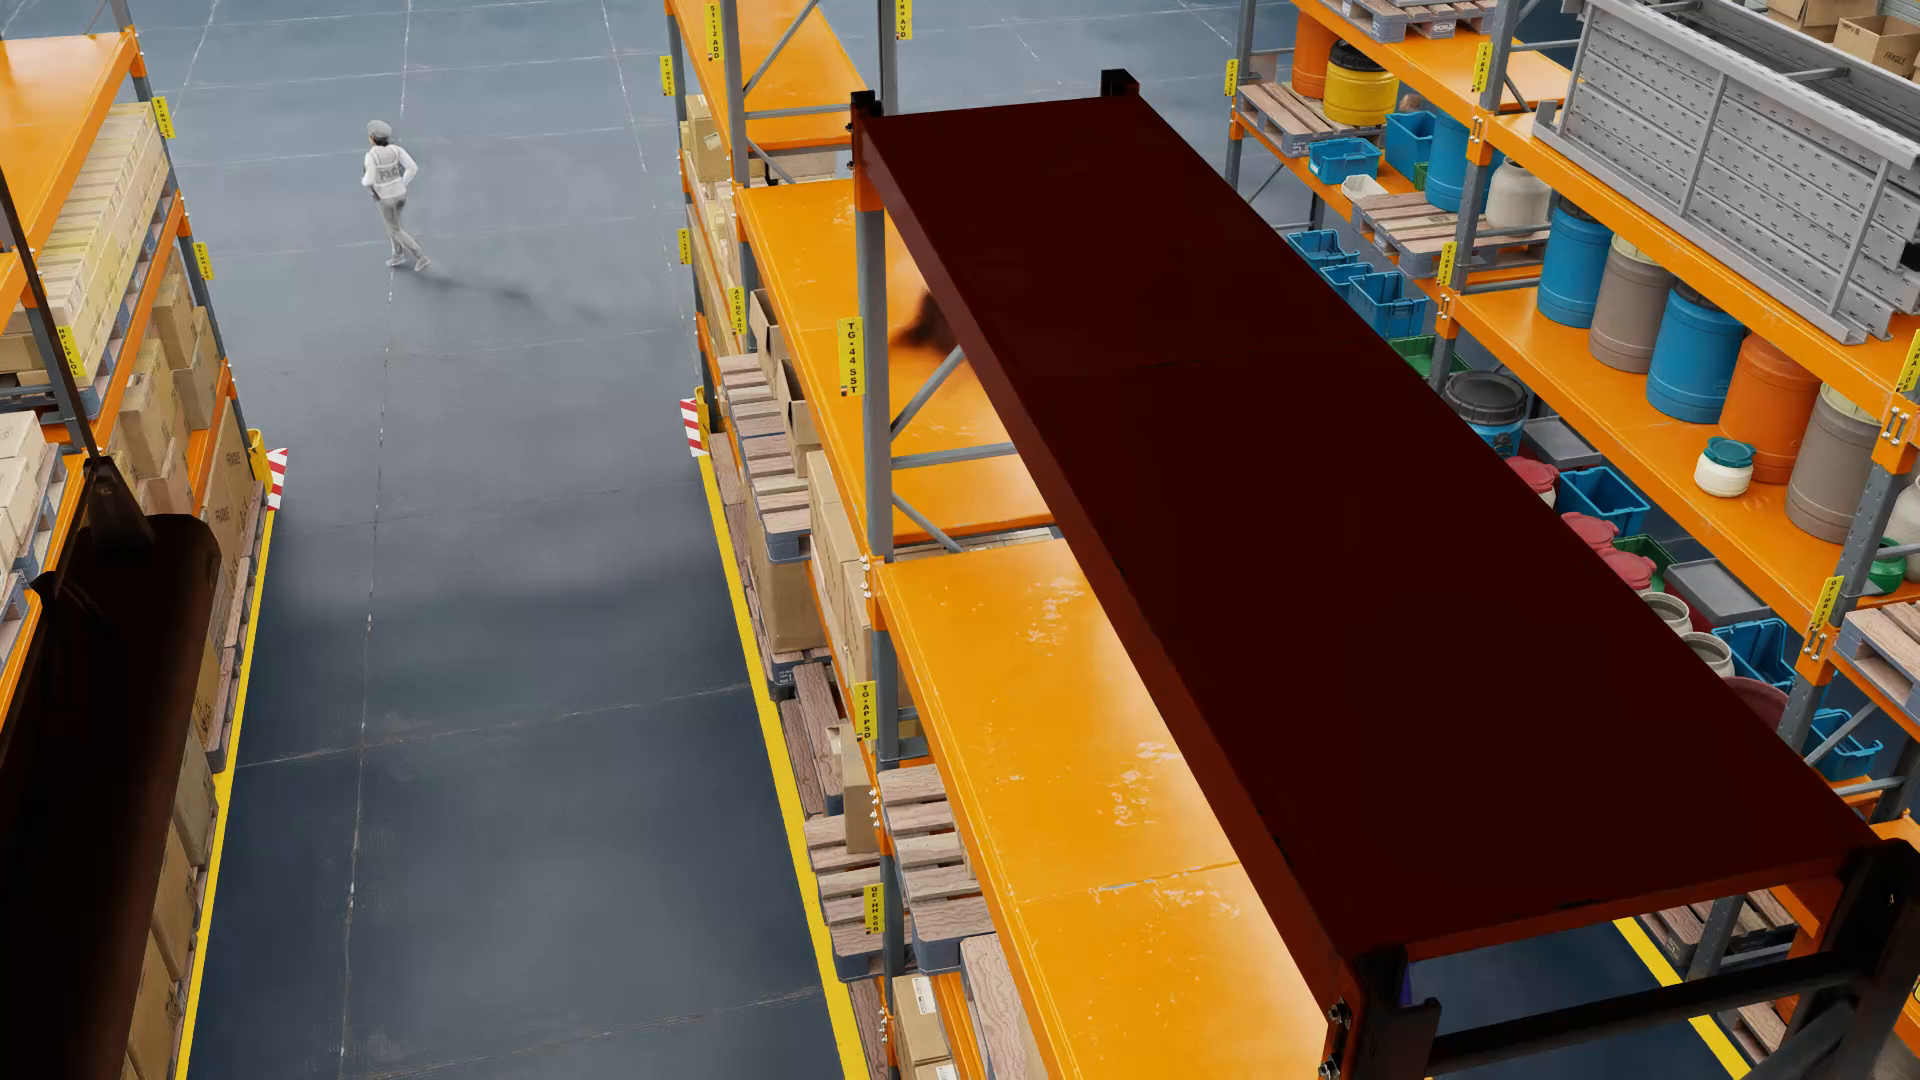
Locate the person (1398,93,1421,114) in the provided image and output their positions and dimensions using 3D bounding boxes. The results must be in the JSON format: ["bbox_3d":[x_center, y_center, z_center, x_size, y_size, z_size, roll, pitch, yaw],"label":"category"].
[{"bbox_3d":[4.927,-4.159,18.679,0.697,1.746,0.632,7,35,11],"label":"person"}]

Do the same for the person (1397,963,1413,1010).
[{"bbox_3d":[2.290,1.941,9.299,0.606,1.692,0.862,-17,38,-23],"label":"person"}]

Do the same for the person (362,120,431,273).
[{"bbox_3d":[-6.100,-3.656,17.926,0.802,1.728,0.605,18,38,24],"label":"person"}]
